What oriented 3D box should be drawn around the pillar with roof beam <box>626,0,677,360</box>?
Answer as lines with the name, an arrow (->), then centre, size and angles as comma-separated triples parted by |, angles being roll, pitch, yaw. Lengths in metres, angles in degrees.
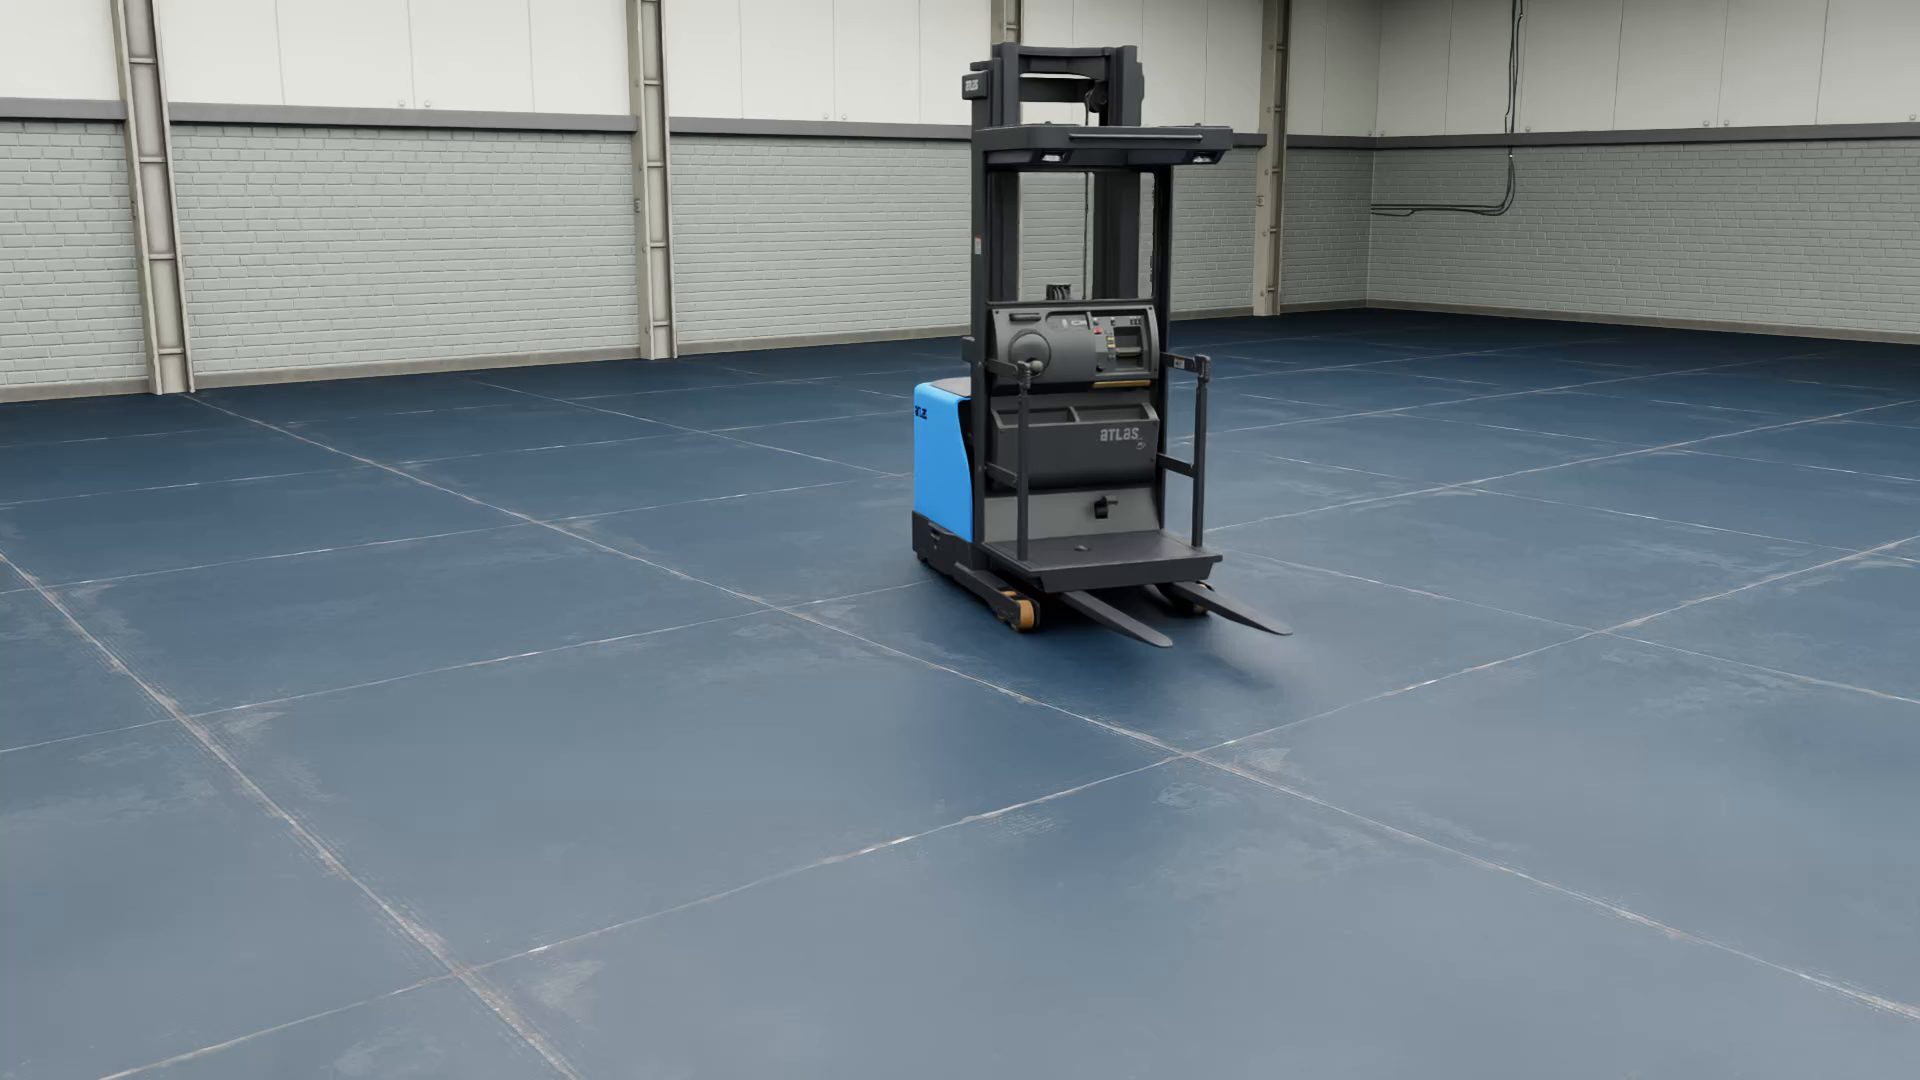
pillar with roof beam -> -1.292, -6.112, 17.746 | 0.400, 9.000, 9.100 | -9, 15, -38

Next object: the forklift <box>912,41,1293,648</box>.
forklift -> 0.689, -1.065, 8.586 | 1.130, 2.935, 3.031 | -4, 13, -19

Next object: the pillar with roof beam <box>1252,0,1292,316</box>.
pillar with roof beam -> 8.078, -7.669, 25.079 | 0.400, 9.000, 9.100 | -9, 15, -38

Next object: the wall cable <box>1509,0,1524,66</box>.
wall cable -> 10.205, -9.048, 26.889 | 0.112, 2.526, 3.097 | -9, 15, -38

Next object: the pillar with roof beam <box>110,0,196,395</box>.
pillar with roof beam -> -5.977, -5.333, 14.080 | 0.400, 9.000, 9.100 | -9, 15, -38

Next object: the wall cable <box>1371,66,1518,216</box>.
wall cable -> 8.515, -7.016, 29.480 | 0.112, 2.526, 3.097 | -9, 15, -38

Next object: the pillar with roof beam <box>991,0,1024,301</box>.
pillar with roof beam -> 3.393, -6.890, 21.413 | 0.400, 9.000, 9.100 | -9, 15, -38
